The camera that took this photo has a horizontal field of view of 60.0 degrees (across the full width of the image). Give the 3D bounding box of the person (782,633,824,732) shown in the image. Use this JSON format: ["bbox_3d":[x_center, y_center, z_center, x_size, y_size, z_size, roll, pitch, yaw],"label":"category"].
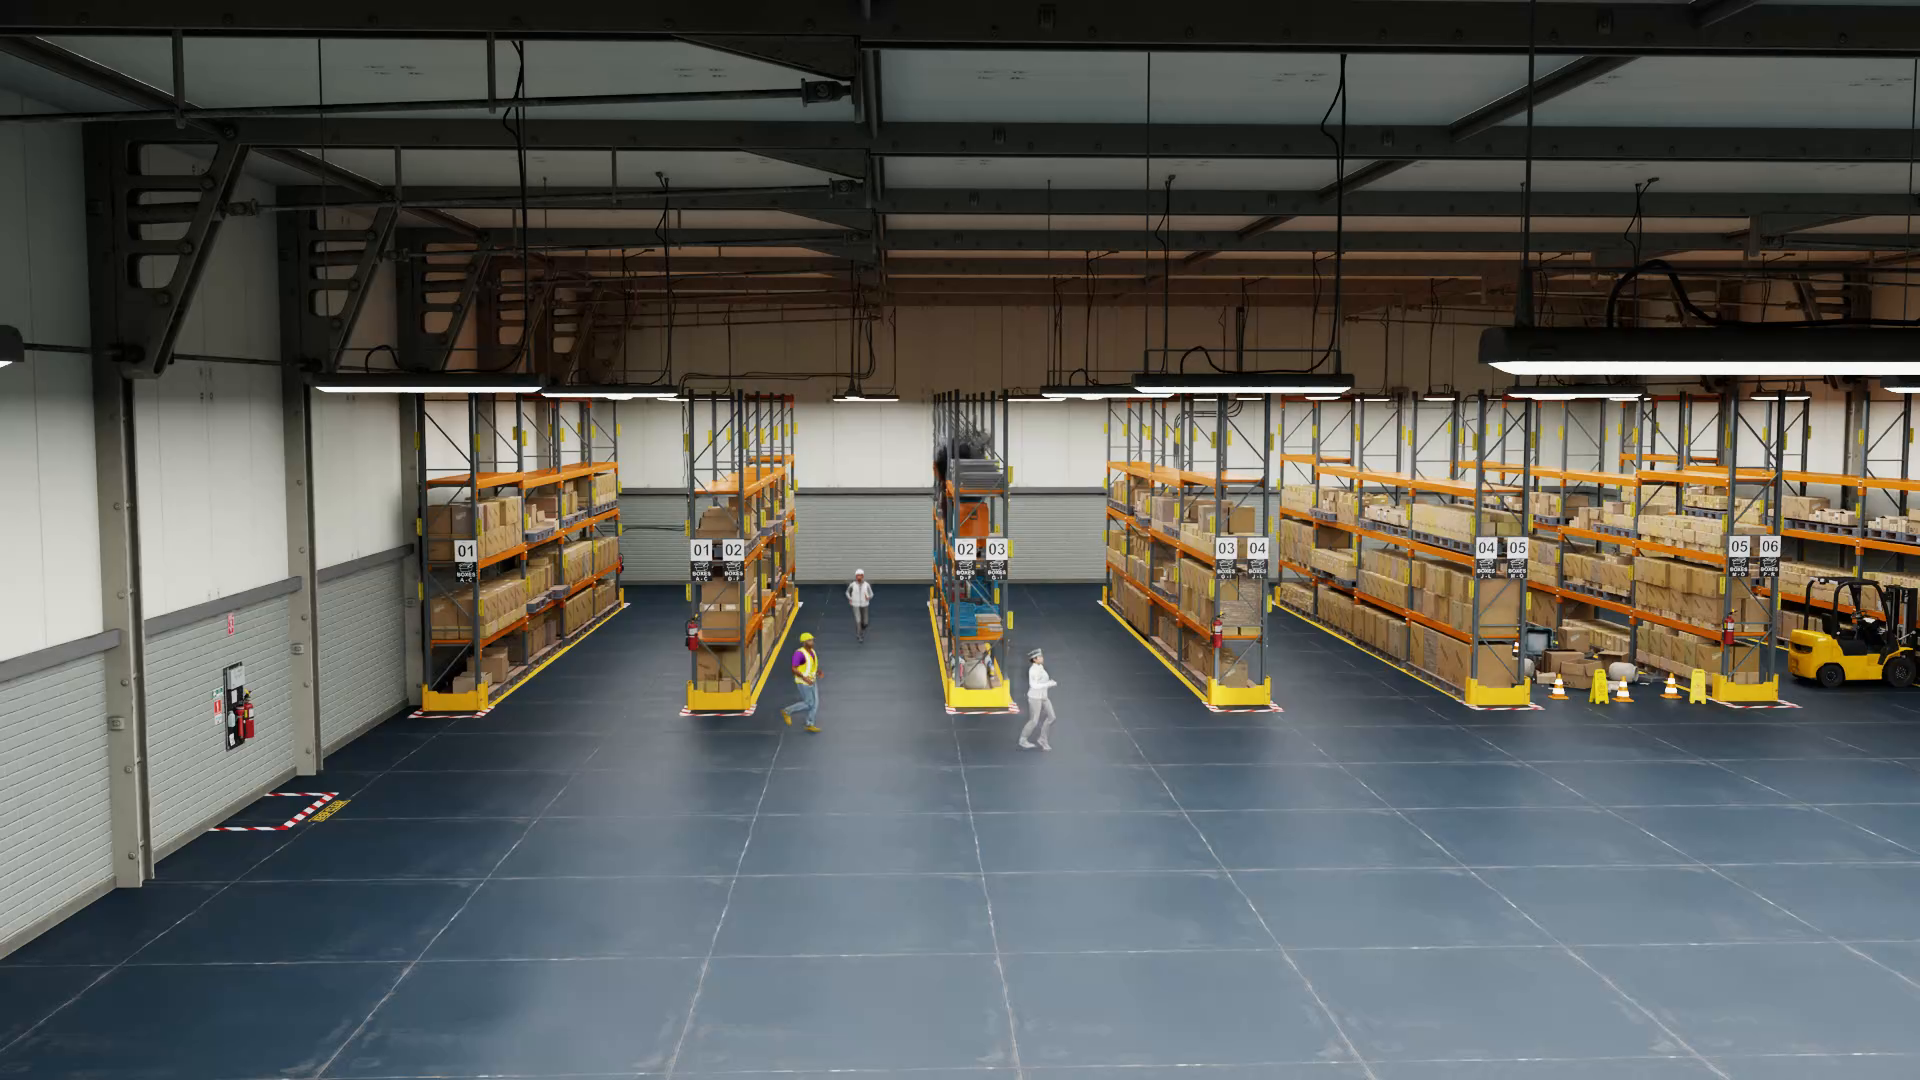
[{"bbox_3d":[-2.743,2.486,29.208,0.695,1.744,0.701,2,5,22],"label":"person"}]

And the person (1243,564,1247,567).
[{"bbox_3d":[8.450,0.928,48.537,0.926,1.622,0.628,-2,5,-22],"label":"person"}]

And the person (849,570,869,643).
[{"bbox_3d":[-2.450,1.583,40.152,0.530,1.739,0.803,-1,5,-11],"label":"person"}]

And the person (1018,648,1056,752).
[{"bbox_3d":[1.305,2.643,27.453,0.684,1.734,0.431,2,5,25],"label":"person"}]
